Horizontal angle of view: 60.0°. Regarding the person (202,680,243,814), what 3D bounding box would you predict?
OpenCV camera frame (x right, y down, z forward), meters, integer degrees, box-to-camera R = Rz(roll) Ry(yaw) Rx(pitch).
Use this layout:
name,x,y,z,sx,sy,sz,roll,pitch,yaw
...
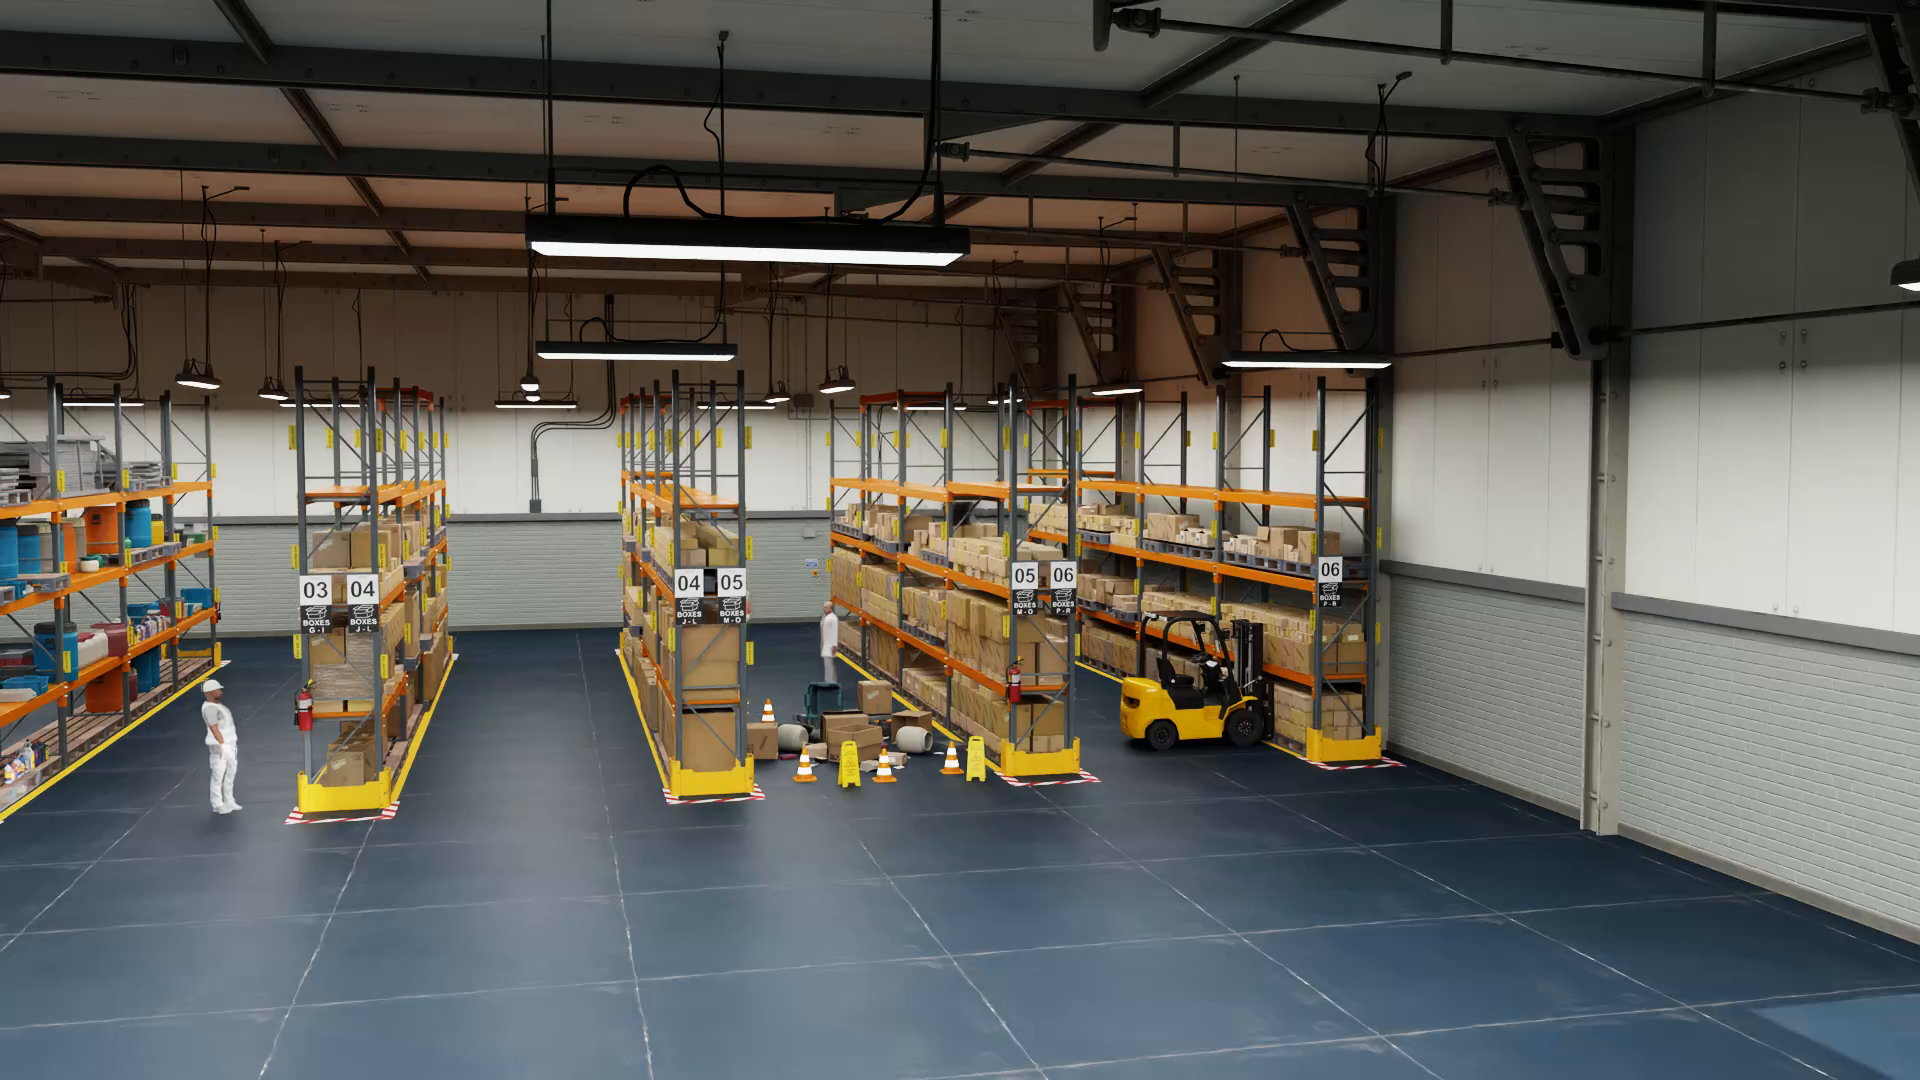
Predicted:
name,x,y,z,sx,sy,sz,roll,pitch,yaw
person,-9.957,2.788,22.444,0.592,1.818,0.639,0,3,7

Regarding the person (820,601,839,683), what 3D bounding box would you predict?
name,x,y,z,sx,sy,sz,roll,pitch,yaw
person,-2.691,2.133,33.388,0.517,1.810,0.652,-1,4,-21

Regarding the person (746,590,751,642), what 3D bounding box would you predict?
name,x,y,z,sx,sy,sz,roll,pitch,yaw
person,-5.106,1.781,38.820,0.365,1.793,0.636,-3,4,-37
